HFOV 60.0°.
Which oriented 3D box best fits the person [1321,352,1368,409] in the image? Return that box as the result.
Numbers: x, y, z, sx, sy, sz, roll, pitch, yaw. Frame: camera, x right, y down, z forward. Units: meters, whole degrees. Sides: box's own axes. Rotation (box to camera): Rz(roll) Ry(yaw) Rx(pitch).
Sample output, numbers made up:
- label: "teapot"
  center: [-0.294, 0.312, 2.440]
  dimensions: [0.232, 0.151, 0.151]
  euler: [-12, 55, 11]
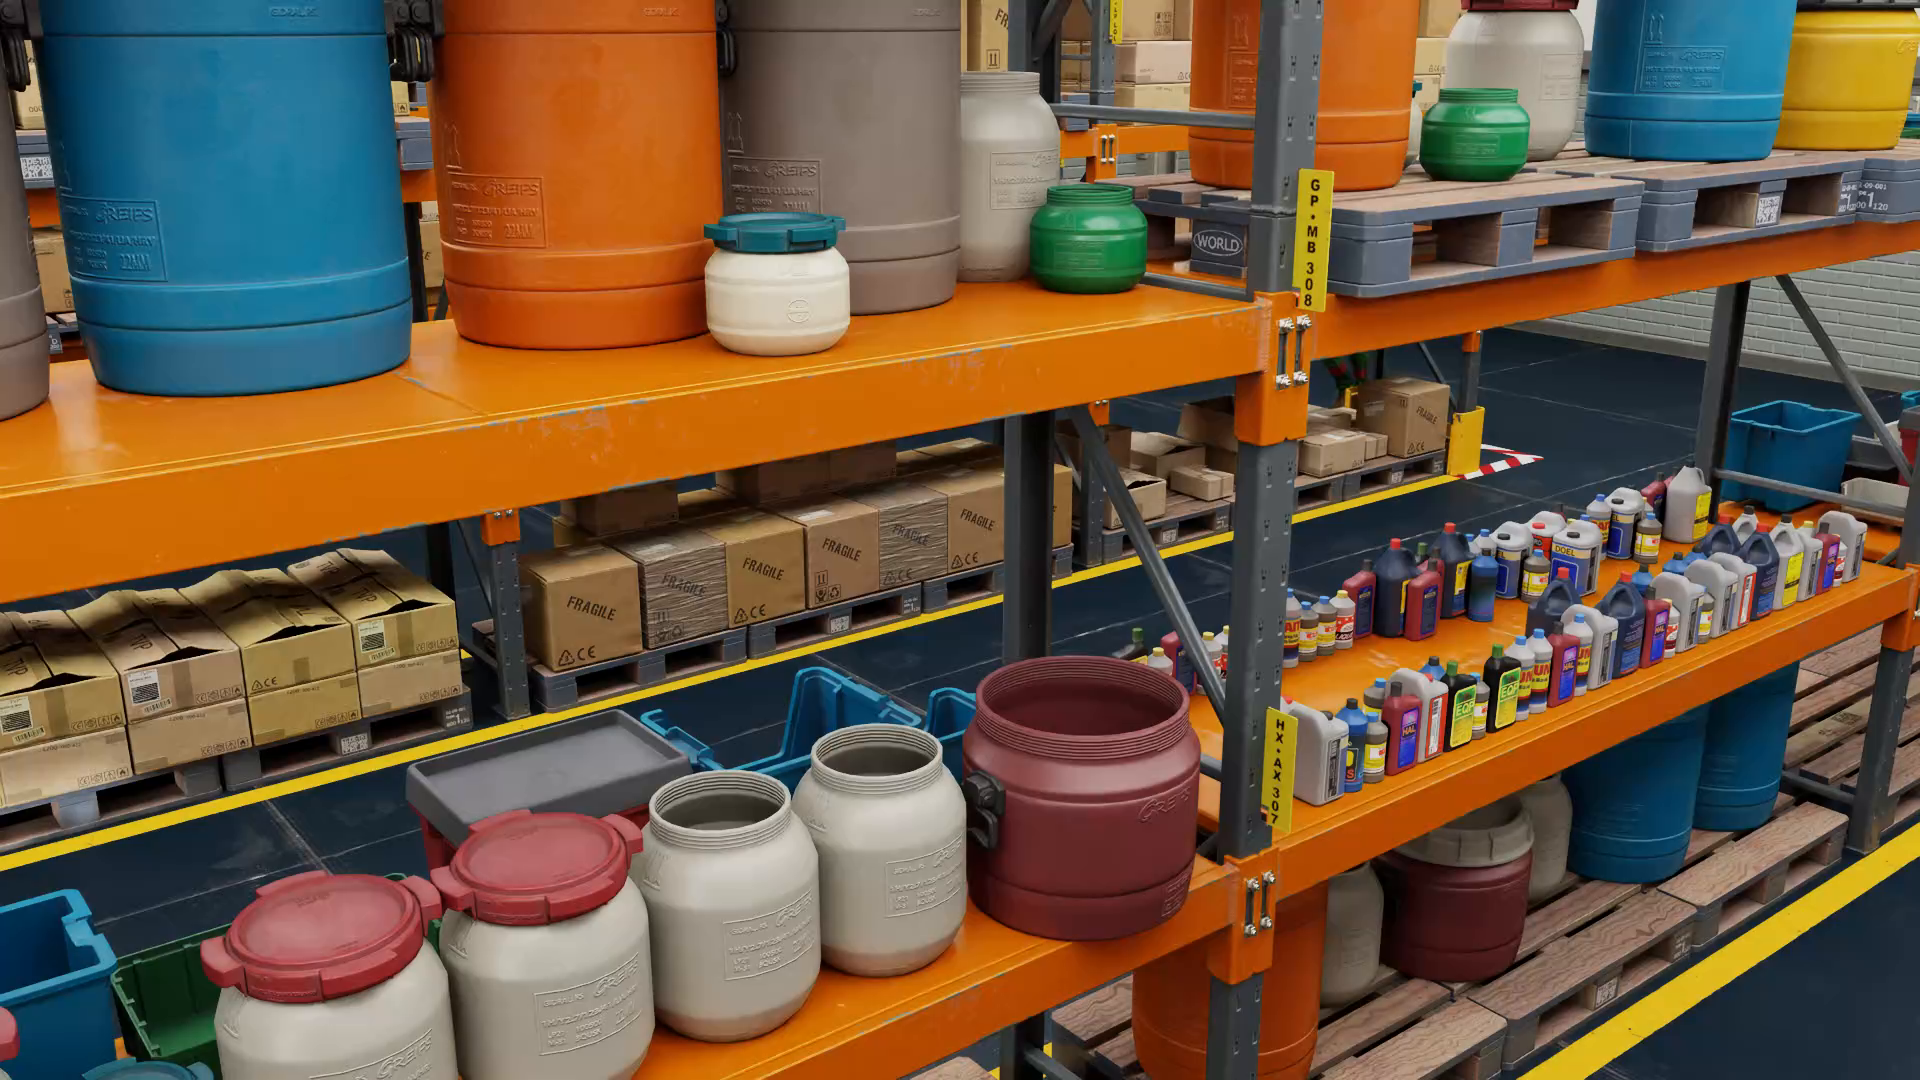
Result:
- label: "person"
  center: [3.486, -2.021, 14.916]
  dimensions: [0.509, 1.806, 0.653]
  euler: [4, 18, 13]
